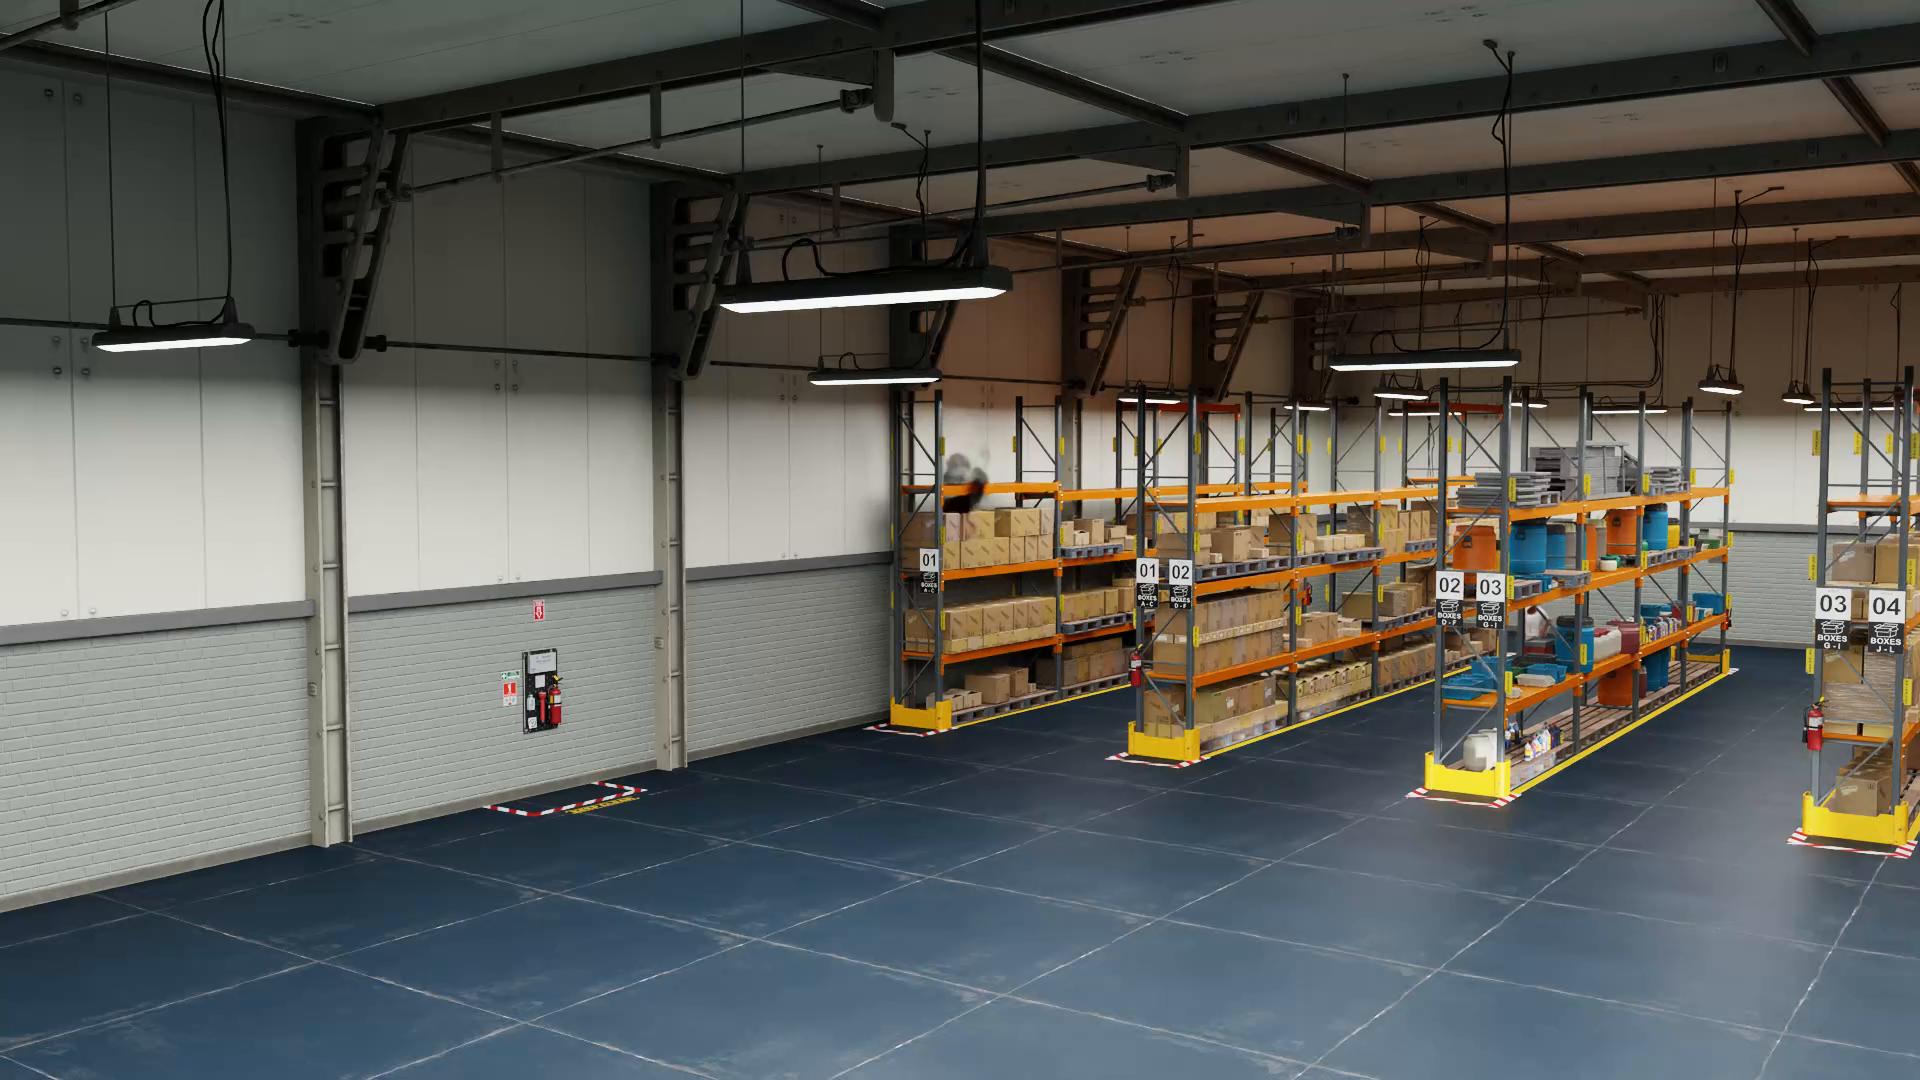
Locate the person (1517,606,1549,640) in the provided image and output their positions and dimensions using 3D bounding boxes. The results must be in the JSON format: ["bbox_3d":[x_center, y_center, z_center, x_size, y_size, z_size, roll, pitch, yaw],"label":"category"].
[{"bbox_3d":[12.572,2.094,36.478,0.684,1.714,0.950,2,4,34],"label":"person"}]
